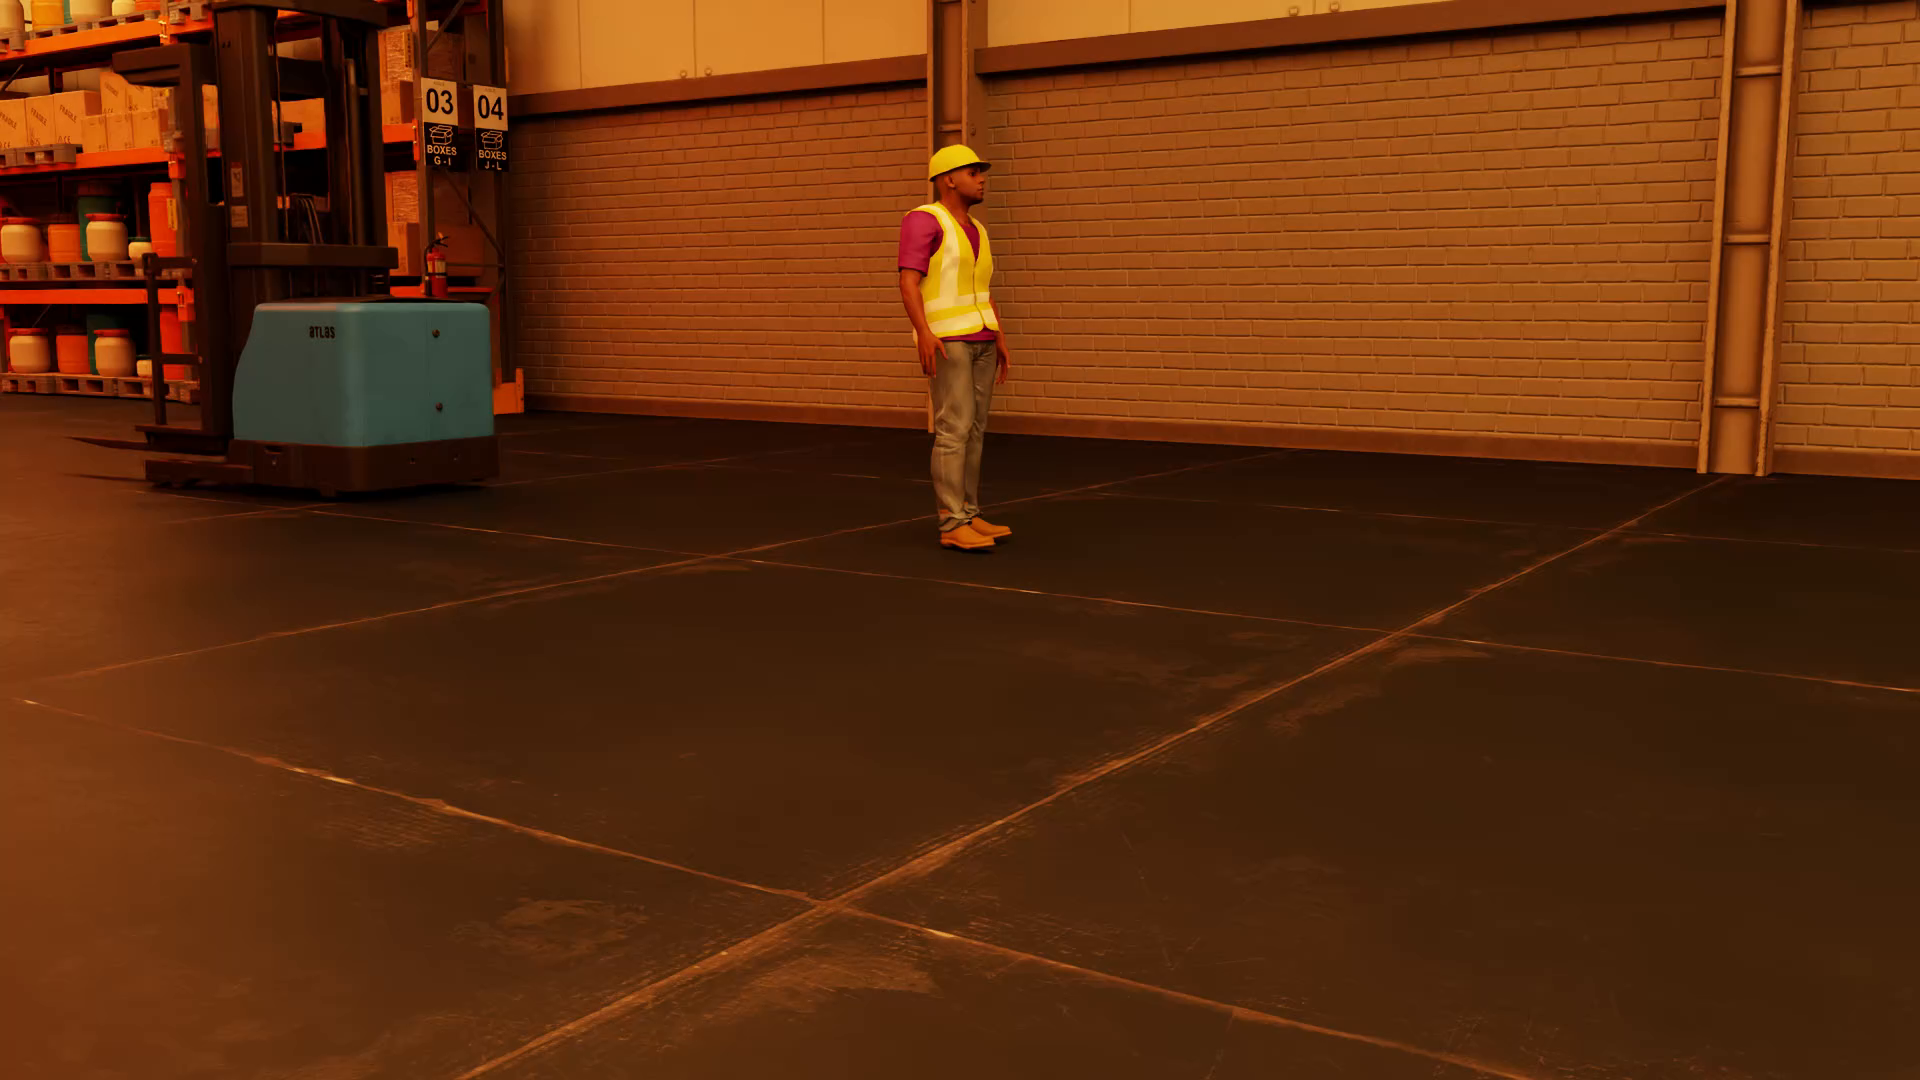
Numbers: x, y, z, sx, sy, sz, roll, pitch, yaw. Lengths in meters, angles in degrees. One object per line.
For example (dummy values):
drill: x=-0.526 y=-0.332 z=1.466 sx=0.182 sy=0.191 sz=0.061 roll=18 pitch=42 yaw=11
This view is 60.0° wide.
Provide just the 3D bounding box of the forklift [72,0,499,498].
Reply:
forklift: x=-4.213 y=-1.808 z=9.908 sx=3.031 sy=2.935 sz=1.130 roll=5 pitch=10 yaw=32

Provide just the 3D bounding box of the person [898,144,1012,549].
person: x=0.054 y=-0.875 z=7.435 sx=0.577 sy=1.765 sz=0.665 roll=5 pitch=10 yaw=34
